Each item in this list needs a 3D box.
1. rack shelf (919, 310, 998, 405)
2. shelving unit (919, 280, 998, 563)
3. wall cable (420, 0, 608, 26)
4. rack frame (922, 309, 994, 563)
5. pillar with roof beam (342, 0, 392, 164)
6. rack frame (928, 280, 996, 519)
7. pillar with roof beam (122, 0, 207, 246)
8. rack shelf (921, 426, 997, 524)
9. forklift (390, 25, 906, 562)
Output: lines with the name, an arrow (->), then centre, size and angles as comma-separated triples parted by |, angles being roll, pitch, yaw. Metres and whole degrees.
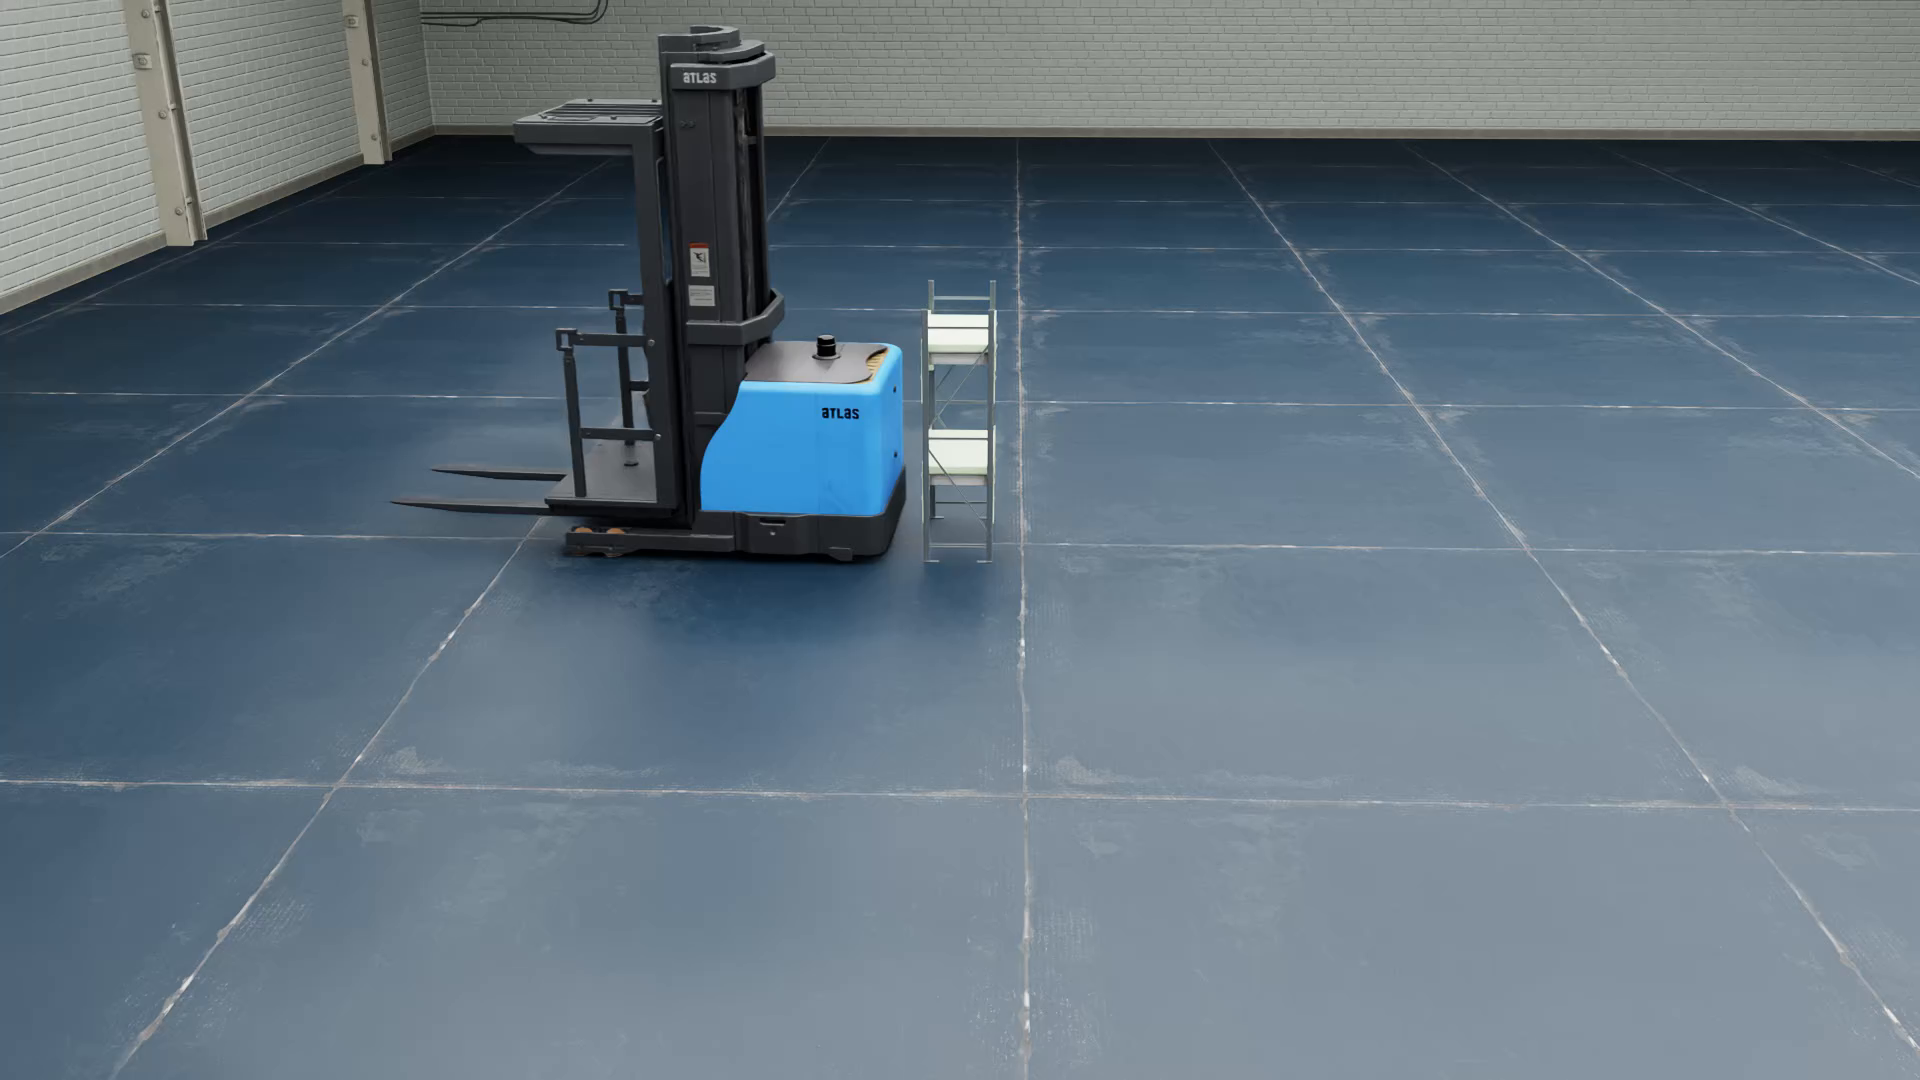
rack shelf -> 0.000, -1.065, 9.623 | 0.431, 0.370, 0.720 | 1, 21, 2
shelving unit -> 0.000, -0.702, 9.764 | 0.431, 1.500, 0.755 | 1, 21, 2
wall cable -> -7.071, -9.301, 25.853 | 3.097, 2.526, 0.112 | 1, 21, 2
rack frame -> -0.011, -0.569, 9.423 | 0.400, 1.500, 0.023 | 1, 21, 2
pillar with roof beam -> -4.180, -9.651, 22.462 | 9.100, 9.000, 0.400 | 1, 21, 2
rack frame -> 0.011, -0.834, 10.105 | 0.400, 1.500, 0.023 | 1, 21, 2
pillar with roof beam -> -4.362, -7.482, 16.871 | 9.100, 9.000, 0.400 | 1, 21, 2
rack shelf -> 0.000, -0.398, 9.882 | 0.431, 0.370, 0.720 | 1, 21, 2
forklift -> -1.891, -1.451, 9.718 | 3.031, 2.935, 1.130 | 2, 21, 6
